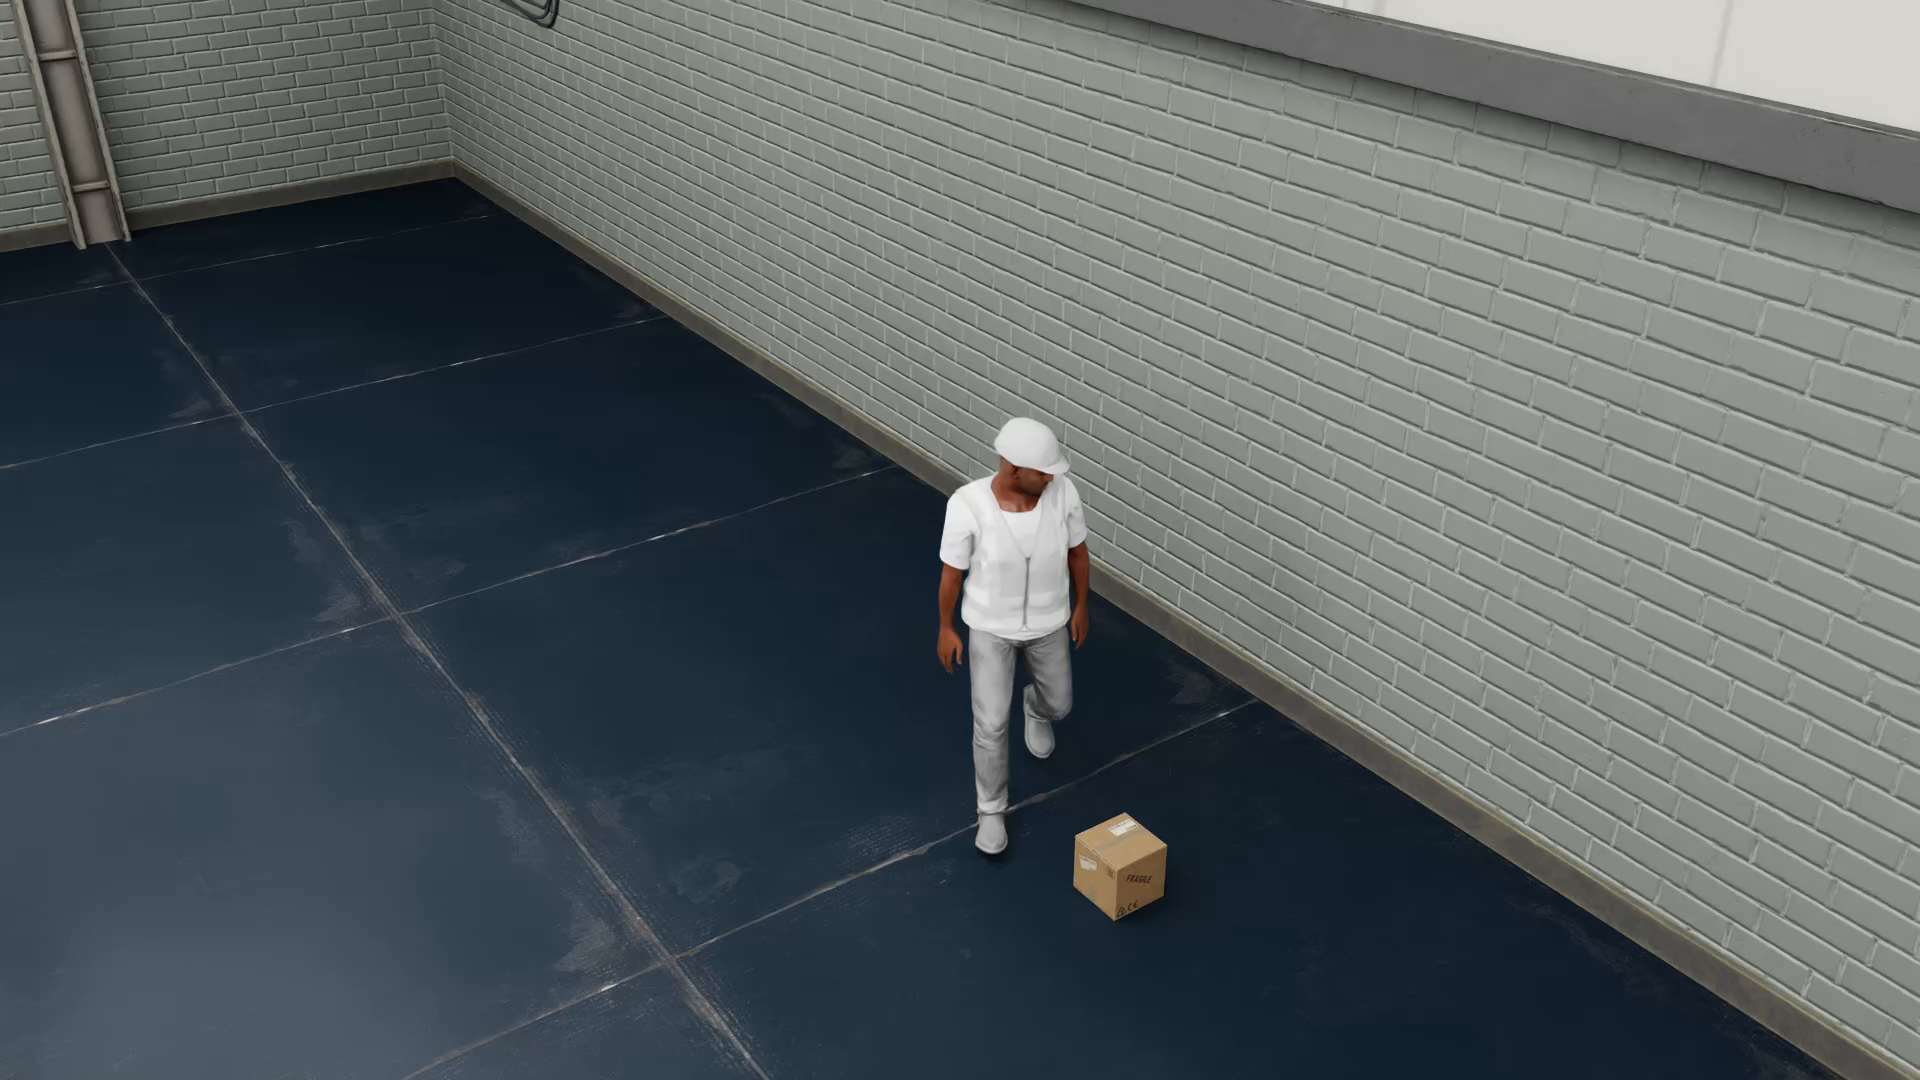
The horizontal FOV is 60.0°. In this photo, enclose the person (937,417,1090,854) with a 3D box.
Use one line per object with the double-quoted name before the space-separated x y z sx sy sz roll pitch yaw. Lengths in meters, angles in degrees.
"person" 0.212 0.303 6.532 0.620 1.752 0.806 -6 29 -11
